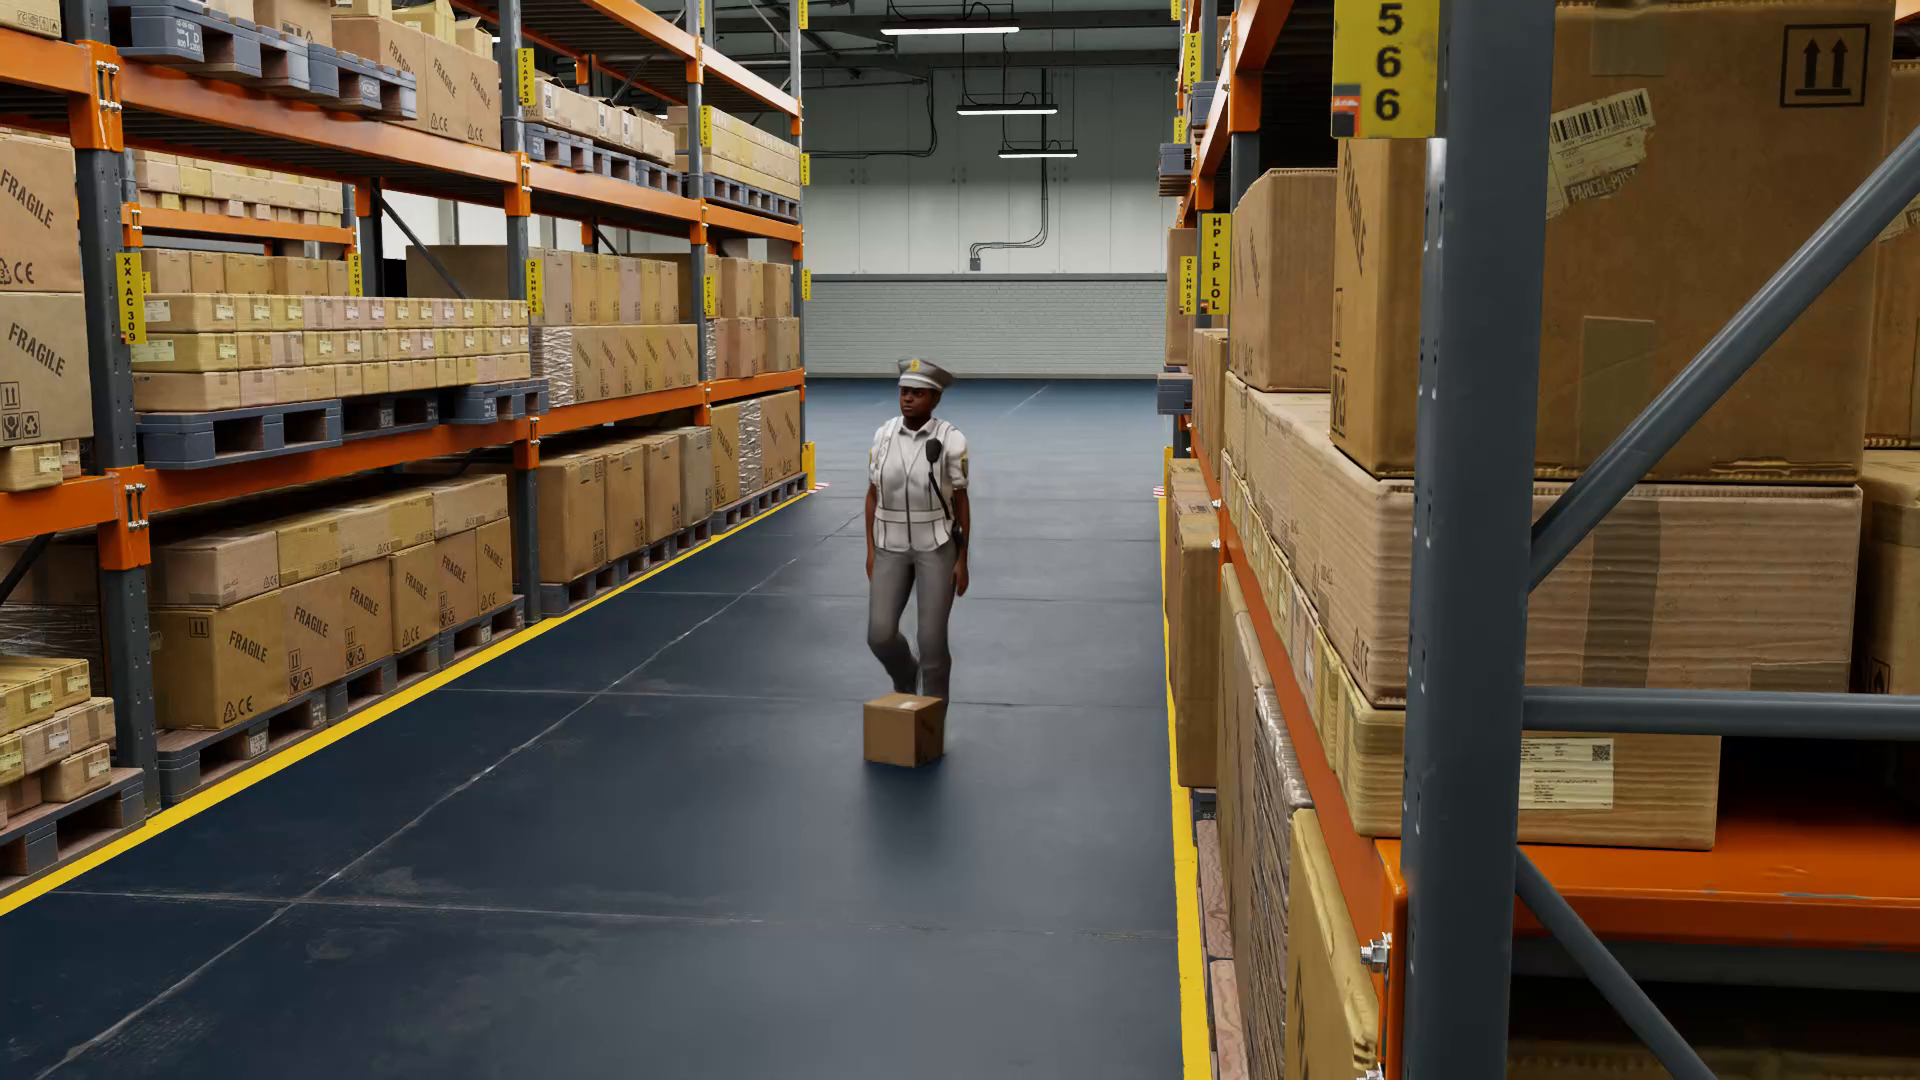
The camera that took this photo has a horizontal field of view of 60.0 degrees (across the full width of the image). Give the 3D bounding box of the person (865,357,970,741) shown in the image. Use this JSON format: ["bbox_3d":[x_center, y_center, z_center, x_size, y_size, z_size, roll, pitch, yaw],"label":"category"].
[{"bbox_3d":[-0.176,0.040,7.285,0.480,1.680,0.490,2,8,13],"label":"person"}]
